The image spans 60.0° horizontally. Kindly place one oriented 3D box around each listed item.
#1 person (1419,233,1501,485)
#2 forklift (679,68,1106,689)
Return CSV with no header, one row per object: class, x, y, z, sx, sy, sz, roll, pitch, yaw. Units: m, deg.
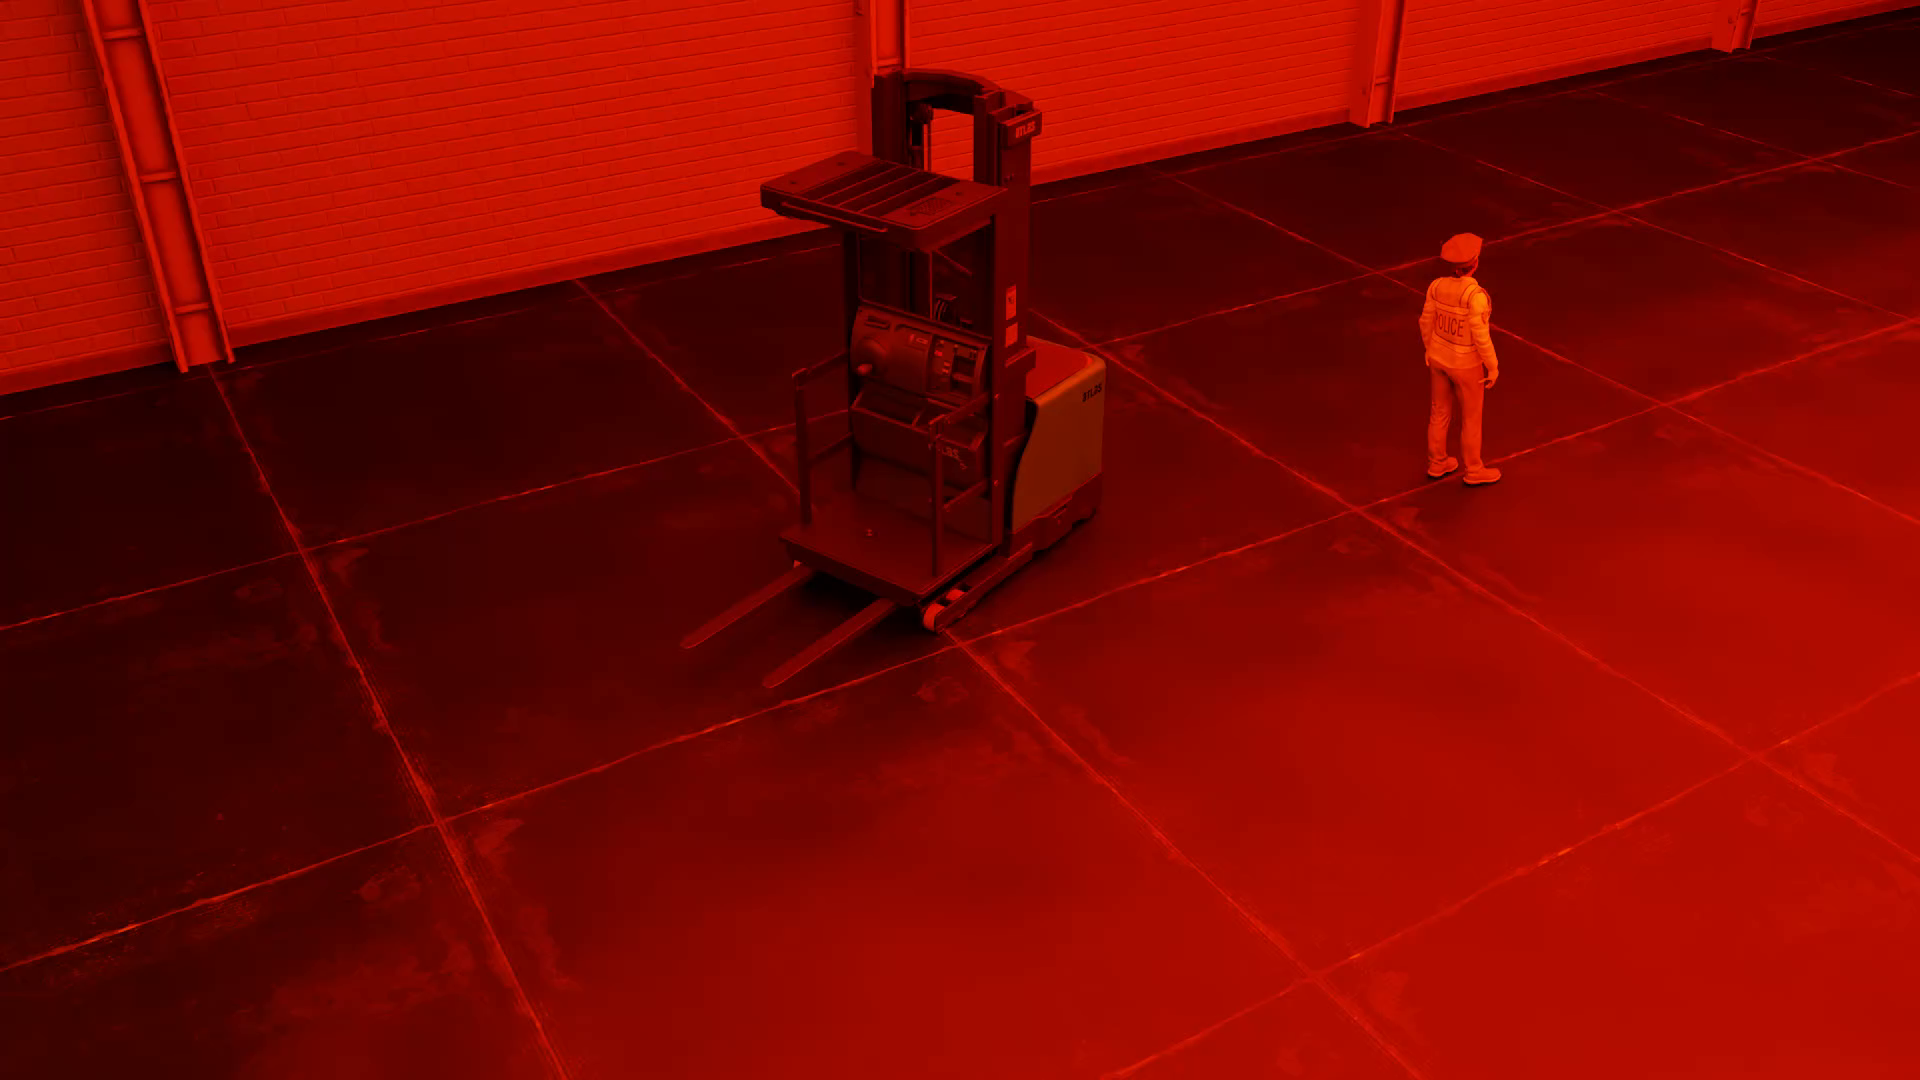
person,3.272,-1.182,10.810,0.530,1.693,0.587,-20,36,-30
forklift,-0.365,-1.007,9.329,1.130,2.935,3.031,21,37,31
